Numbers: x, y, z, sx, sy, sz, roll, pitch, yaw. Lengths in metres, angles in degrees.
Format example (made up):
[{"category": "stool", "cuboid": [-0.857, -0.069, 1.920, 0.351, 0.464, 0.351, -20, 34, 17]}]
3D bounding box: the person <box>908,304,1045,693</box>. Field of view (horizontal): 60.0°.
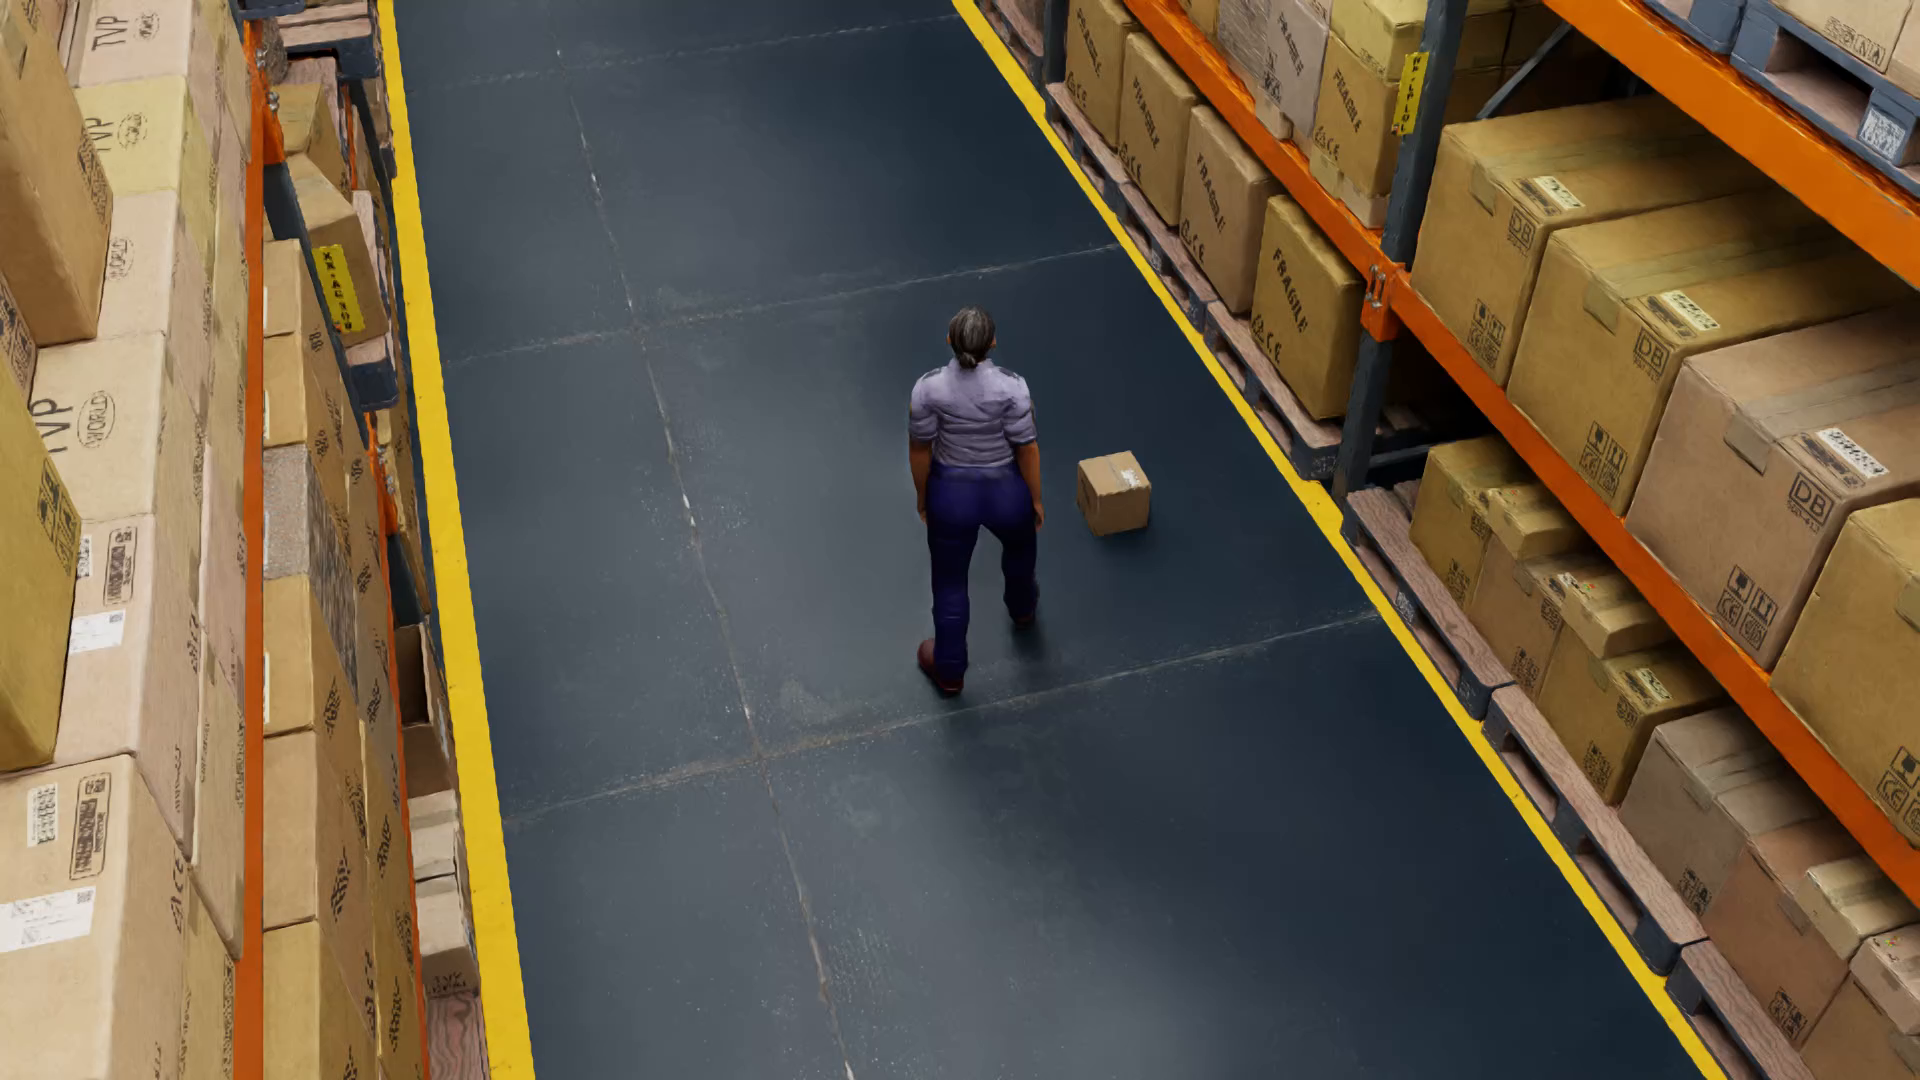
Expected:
[{"category": "person", "cuboid": [0.074, -0.202, 6.385, 0.535, 1.614, 0.687, 0, 42, 0]}]
